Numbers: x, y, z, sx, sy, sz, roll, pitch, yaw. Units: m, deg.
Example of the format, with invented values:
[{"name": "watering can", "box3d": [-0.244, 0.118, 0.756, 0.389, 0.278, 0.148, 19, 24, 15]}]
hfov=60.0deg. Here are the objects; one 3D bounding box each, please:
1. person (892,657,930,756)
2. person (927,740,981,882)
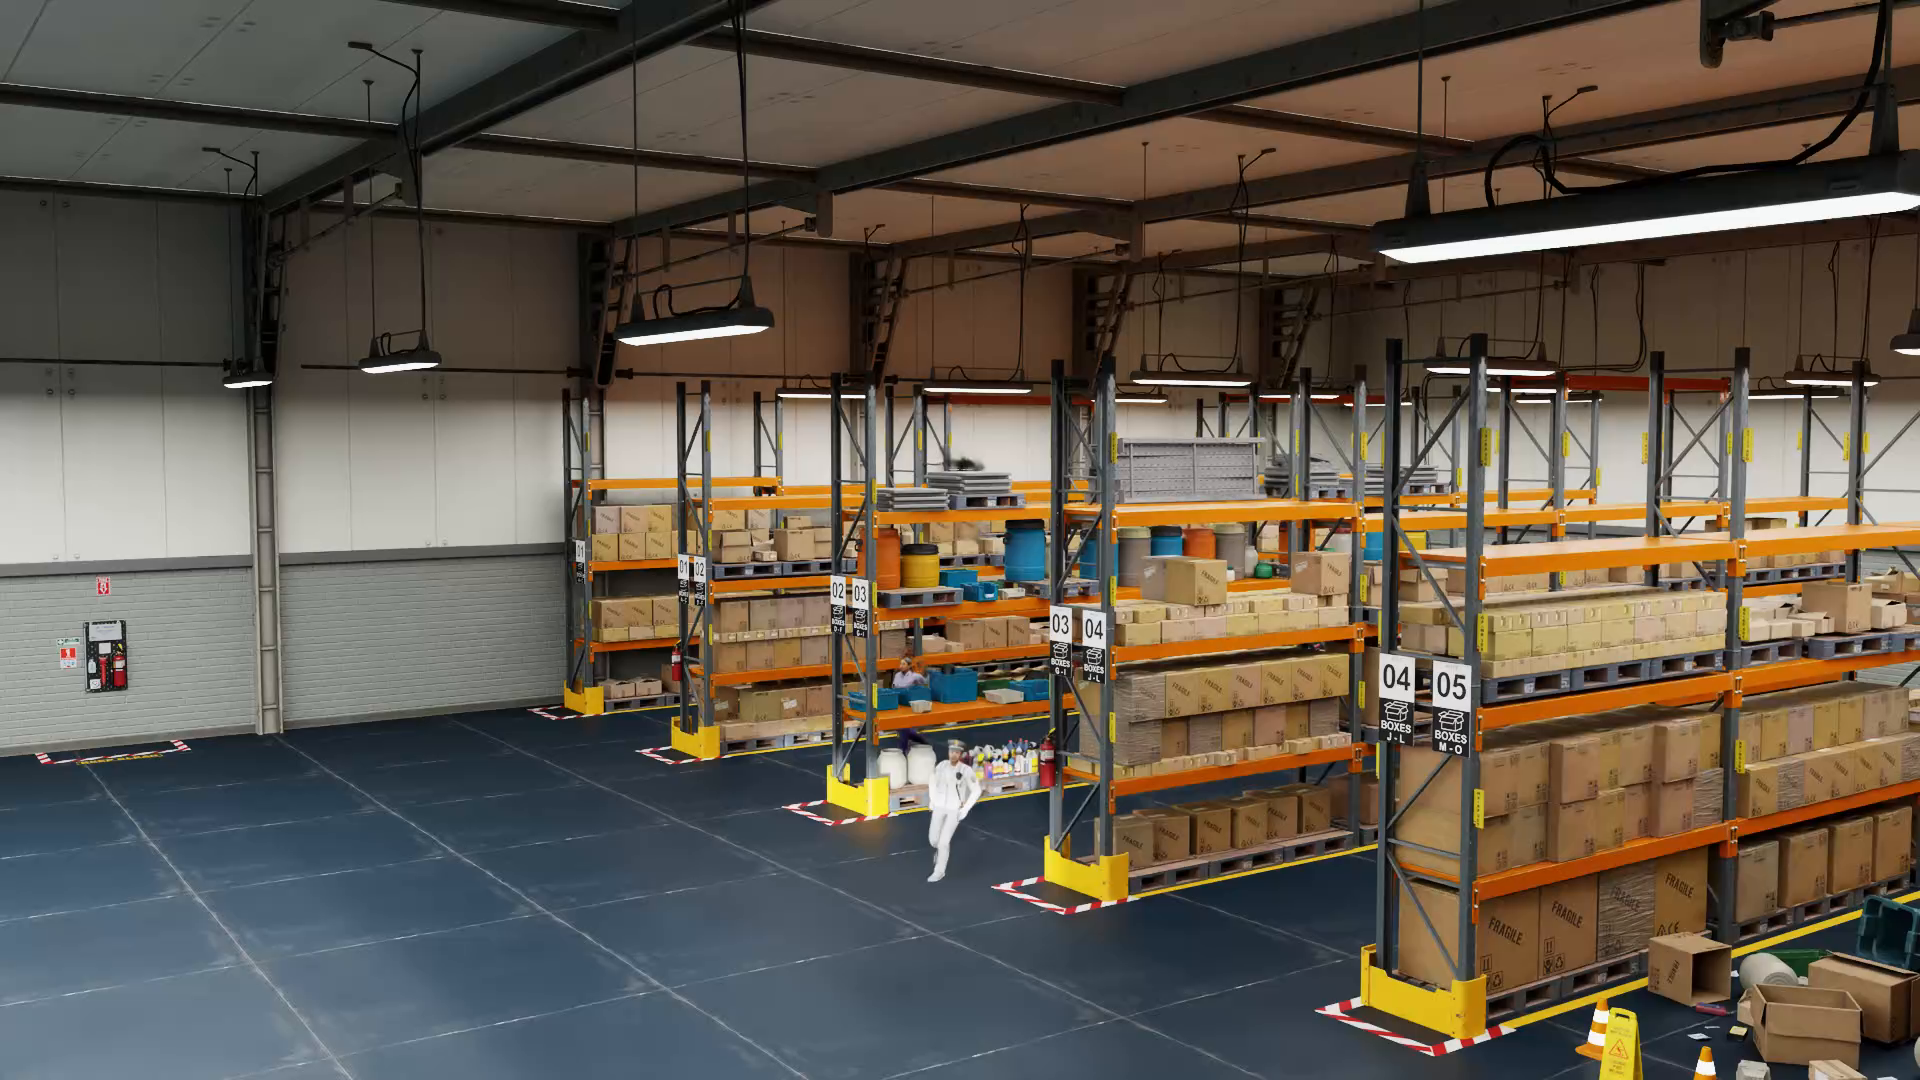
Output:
[{"name": "person", "box3d": [-0.828, 2.662, 26.064, 0.612, 1.640, 0.929, 3, 5, 41]}, {"name": "person", "box3d": [-0.059, 3.116, 19.331, 0.673, 1.662, 0.562, 1, 4, 21]}]
